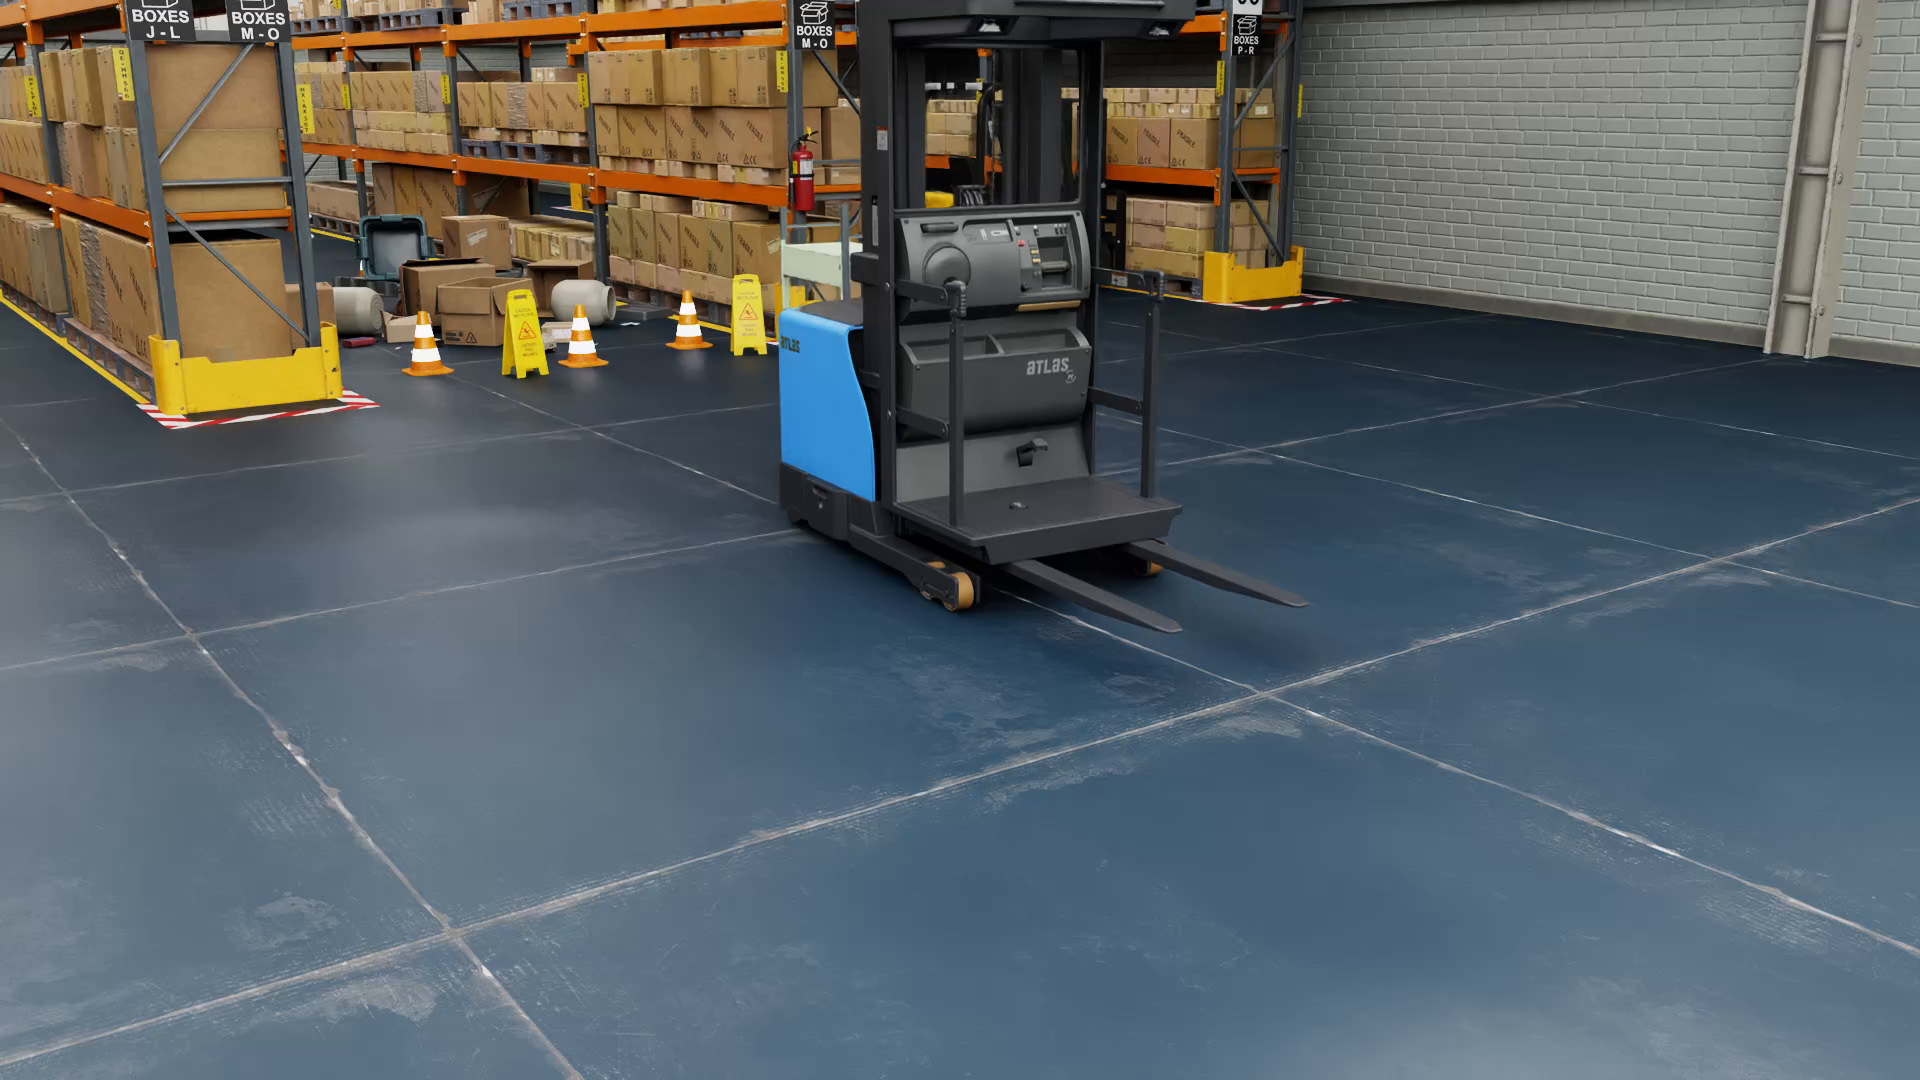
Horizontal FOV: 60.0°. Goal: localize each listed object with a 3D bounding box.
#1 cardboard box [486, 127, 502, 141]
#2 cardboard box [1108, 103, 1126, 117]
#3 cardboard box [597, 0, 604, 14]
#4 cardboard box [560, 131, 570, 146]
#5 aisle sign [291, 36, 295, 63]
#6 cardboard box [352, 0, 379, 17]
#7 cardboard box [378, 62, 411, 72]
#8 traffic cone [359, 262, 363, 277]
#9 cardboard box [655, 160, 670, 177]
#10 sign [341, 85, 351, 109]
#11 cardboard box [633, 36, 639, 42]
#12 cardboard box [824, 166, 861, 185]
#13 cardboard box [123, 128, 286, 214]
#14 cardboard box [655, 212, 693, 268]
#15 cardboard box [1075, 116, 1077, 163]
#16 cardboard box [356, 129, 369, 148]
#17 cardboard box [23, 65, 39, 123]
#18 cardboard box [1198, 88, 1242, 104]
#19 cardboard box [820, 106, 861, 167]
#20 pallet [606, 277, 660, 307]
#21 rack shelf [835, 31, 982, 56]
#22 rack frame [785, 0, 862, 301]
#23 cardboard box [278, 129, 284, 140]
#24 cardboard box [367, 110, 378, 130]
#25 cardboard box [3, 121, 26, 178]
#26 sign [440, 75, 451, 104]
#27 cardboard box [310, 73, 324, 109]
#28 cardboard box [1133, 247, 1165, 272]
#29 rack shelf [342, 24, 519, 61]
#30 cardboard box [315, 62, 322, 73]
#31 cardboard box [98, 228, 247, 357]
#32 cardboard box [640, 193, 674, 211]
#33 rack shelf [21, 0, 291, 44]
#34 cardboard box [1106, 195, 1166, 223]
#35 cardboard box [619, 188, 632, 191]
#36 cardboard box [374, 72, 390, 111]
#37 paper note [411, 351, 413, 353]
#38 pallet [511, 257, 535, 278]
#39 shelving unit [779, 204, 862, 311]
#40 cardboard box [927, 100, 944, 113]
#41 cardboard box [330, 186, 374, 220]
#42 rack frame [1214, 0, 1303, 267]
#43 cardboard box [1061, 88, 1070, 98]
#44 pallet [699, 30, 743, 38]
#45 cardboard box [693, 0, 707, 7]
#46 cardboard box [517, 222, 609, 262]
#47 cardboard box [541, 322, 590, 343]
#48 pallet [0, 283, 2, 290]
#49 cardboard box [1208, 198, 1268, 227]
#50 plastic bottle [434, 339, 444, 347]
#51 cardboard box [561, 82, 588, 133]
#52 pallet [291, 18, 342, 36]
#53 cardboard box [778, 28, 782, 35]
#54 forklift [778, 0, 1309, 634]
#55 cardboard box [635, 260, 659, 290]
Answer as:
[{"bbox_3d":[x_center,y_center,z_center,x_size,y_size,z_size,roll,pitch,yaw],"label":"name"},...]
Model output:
[{"bbox_3d":[-5.246,-4.696,19.231,0.380,0.149,0.250,-11,19,-34],"label":"cardboard box"},{"bbox_3d":[1.817,-4.630,17.894,0.380,0.149,0.250,-11,19,-34],"label":"cardboard box"},{"bbox_3d":[-3.358,-5.271,16.448,0.380,0.149,0.250,-11,19,-35],"label":"cardboard box"},{"bbox_3d":[-4.009,-4.259,17.635,0.380,0.149,0.250,-12,19,-36],"label":"cardboard box"},{"bbox_3d":[-10.675,-7.838,26.108,0.394,0.787,0.004,-11,19,-35],"label":"aisle sign"},{"bbox_3d":[-7.763,-7.224,22.122,0.500,0.500,0.500,-11,19,-36],"label":"cardboard box"},{"bbox_3d":[-8.022,-6.711,23.601,0.380,0.149,0.250,-11,19,-35],"label":"cardboard box"},{"bbox_3d":[-6.184,-2.782,17.364,0.336,0.463,0.334,-11,19,-35],"label":"traffic cone"},{"bbox_3d":[-2.672,-3.539,15.799,0.380,0.149,0.250,-11,19,-34],"label":"cardboard box"},{"bbox_3d":[-8.495,-6.129,22.998,0.100,0.325,0.005,-11,19,-35],"label":"sign"},{"bbox_3d":[-5.051,-8.114,26.833,0.380,0.149,0.250,-10,18,-33],"label":"cardboard box"},{"bbox_3d":[-1.023,-3.181,14.492,0.380,0.149,0.250,-11,19,-34],"label":"cardboard box"},{"bbox_3d":[-5.190,-2.552,11.434,0.875,0.550,0.550,-11,19,-35],"label":"cardboard box"},{"bbox_3d":[-2.587,-2.898,15.976,0.500,0.500,0.500,-10,18,-32],"label":"cardboard box"},{"bbox_3d":[1.617,-4.408,18.312,0.500,0.500,0.500,-11,19,-34],"label":"cardboard box"},{"bbox_3d":[-8.001,-5.553,22.965,0.500,0.250,0.500,-11,19,-36],"label":"cardboard box"},{"bbox_3d":[-8.185,-4.115,15.344,0.700,0.500,0.500,-11,19,-34],"label":"cardboard box"},{"bbox_3d":[2.641,-4.517,16.916,0.380,0.149,0.250,-11,19,-34],"label":"cardboard box"},{"bbox_3d":[-1.045,-3.533,14.551,0.500,0.500,0.500,-11,19,-35],"label":"cardboard box"},{"bbox_3d":[-2.919,-2.569,17.061,1.003,0.211,1.213,-11,19,-35],"label":"pallet"},{"bbox_3d":[-0.506,-6.350,21.274,1.077,0.370,4.000,-11,19,-35],"label":"rack shelf"},{"bbox_3d":[-0.991,-3.197,14.076,1.000,3.000,0.127,-11,19,-35],"label":"rack frame"},{"bbox_3d":[-10.348,-6.515,26.009,0.500,0.500,0.500,-11,19,-35],"label":"cardboard box"},{"bbox_3d":[-7.687,-5.684,22.498,0.500,0.250,0.500,-11,18,-34],"label":"cardboard box"},{"bbox_3d":[-8.705,-3.704,15.736,0.500,0.500,0.500,-11,19,-35],"label":"cardboard box"},{"bbox_3d":[-6.142,-5.377,19.848,0.100,0.325,0.005,-11,19,-35],"label":"sign"},{"bbox_3d":[-9.146,-6.565,24.297,0.500,0.500,0.500,-11,19,-34],"label":"cardboard box"},{"bbox_3d":[2.205,-3.004,17.782,0.500,0.250,0.500,-11,19,-35],"label":"cardboard box"},{"bbox_3d":[-6.871,-6.433,21.577,1.077,0.370,4.000,-11,19,-35],"label":"rack shelf"},{"bbox_3d":[-9.186,-6.902,24.301,0.380,0.149,0.250,-11,19,-36],"label":"cardboard box"},{"bbox_3d":[-5.907,-1.907,12.592,0.875,0.875,0.875,-11,19,-35],"label":"cardboard box"},{"bbox_3d":[-2.886,-3.289,16.175,0.380,0.149,0.250,-10,18,-32],"label":"cardboard box"},{"bbox_3d":[-6.111,-3.934,12.450,1.077,0.370,4.000,-11,19,-35],"label":"rack shelf"},{"bbox_3d":[1.889,-3.591,18.035,0.500,0.250,0.500,-11,19,-34],"label":"cardboard box"},{"bbox_3d":[-5.402,-5.920,27.963,0.500,0.500,0.500,-10,18,-34],"label":"cardboard box"},{"bbox_3d":[-7.406,-5.940,22.013,0.500,0.500,0.500,-11,19,-36],"label":"cardboard box"},{"bbox_3d":[-4.460,-1.564,13.736,0.144,0.017,0.142,-4,16,-15],"label":"paper note"},{"bbox_3d":[-4.523,-3.133,19.124,1.003,0.211,1.213,-11,19,-35],"label":"pallet"},{"bbox_3d":[-0.606,-1.009,8.922,0.431,1.500,0.755,-9,18,-30],"label":"shelving unit"},{"bbox_3d":[-0.240,-5.371,20.598,0.380,0.149,0.250,-12,19,-36],"label":"cardboard box"},{"bbox_3d":[-8.856,-5.068,24.970,0.875,0.438,0.875,-12,19,-36],"label":"cardboard box"},{"bbox_3d":[3.022,-3.969,16.894,1.000,3.000,0.127,-11,19,-35],"label":"rack frame"},{"bbox_3d":[1.244,-4.996,18.667,0.380,0.149,0.250,-11,19,-35],"label":"cardboard box"},{"bbox_3d":[-3.095,-7.516,24.529,1.213,0.211,1.003,-11,19,-35],"label":"pallet"},{"bbox_3d":[-2.157,-4.834,14.848,0.380,0.149,0.250,-11,19,-36],"label":"cardboard box"},{"bbox_3d":[-4.489,-3.399,18.997,0.950,0.372,0.625,-10,18,-33],"label":"cardboard box"},{"bbox_3d":[-3.395,-1.789,14.329,0.380,0.149,0.250,-2,15,-6],"label":"cardboard box"},{"bbox_3d":[-10.098,-2.938,18.410,1.003,0.211,1.213,-11,19,-35],"label":"pallet"},{"bbox_3d":[2.892,-3.459,17.552,0.500,0.250,0.500,-11,19,-35],"label":"cardboard box"},{"bbox_3d":[-4.508,-1.671,14.065,0.283,0.061,0.133,10,18,33],"label":"plastic bottle"},{"bbox_3d":[-3.800,-4.509,17.319,0.500,0.500,0.500,-11,19,-36],"label":"cardboard box"},{"bbox_3d":[-9.232,-7.600,24.649,1.003,0.211,1.213,-11,19,-35],"label":"pallet"},{"bbox_3d":[-2.180,-7.123,23.022,0.500,0.250,0.500,-12,19,-36],"label":"cardboard box"},{"bbox_3d":[0.274,-1.253,7.102,1.130,2.935,3.031,-9,18,-30],"label":"forklift"},{"bbox_3d":[-2.891,-2.648,16.481,0.500,0.250,0.500,-10,18,-31],"label":"cardboard box"}]
